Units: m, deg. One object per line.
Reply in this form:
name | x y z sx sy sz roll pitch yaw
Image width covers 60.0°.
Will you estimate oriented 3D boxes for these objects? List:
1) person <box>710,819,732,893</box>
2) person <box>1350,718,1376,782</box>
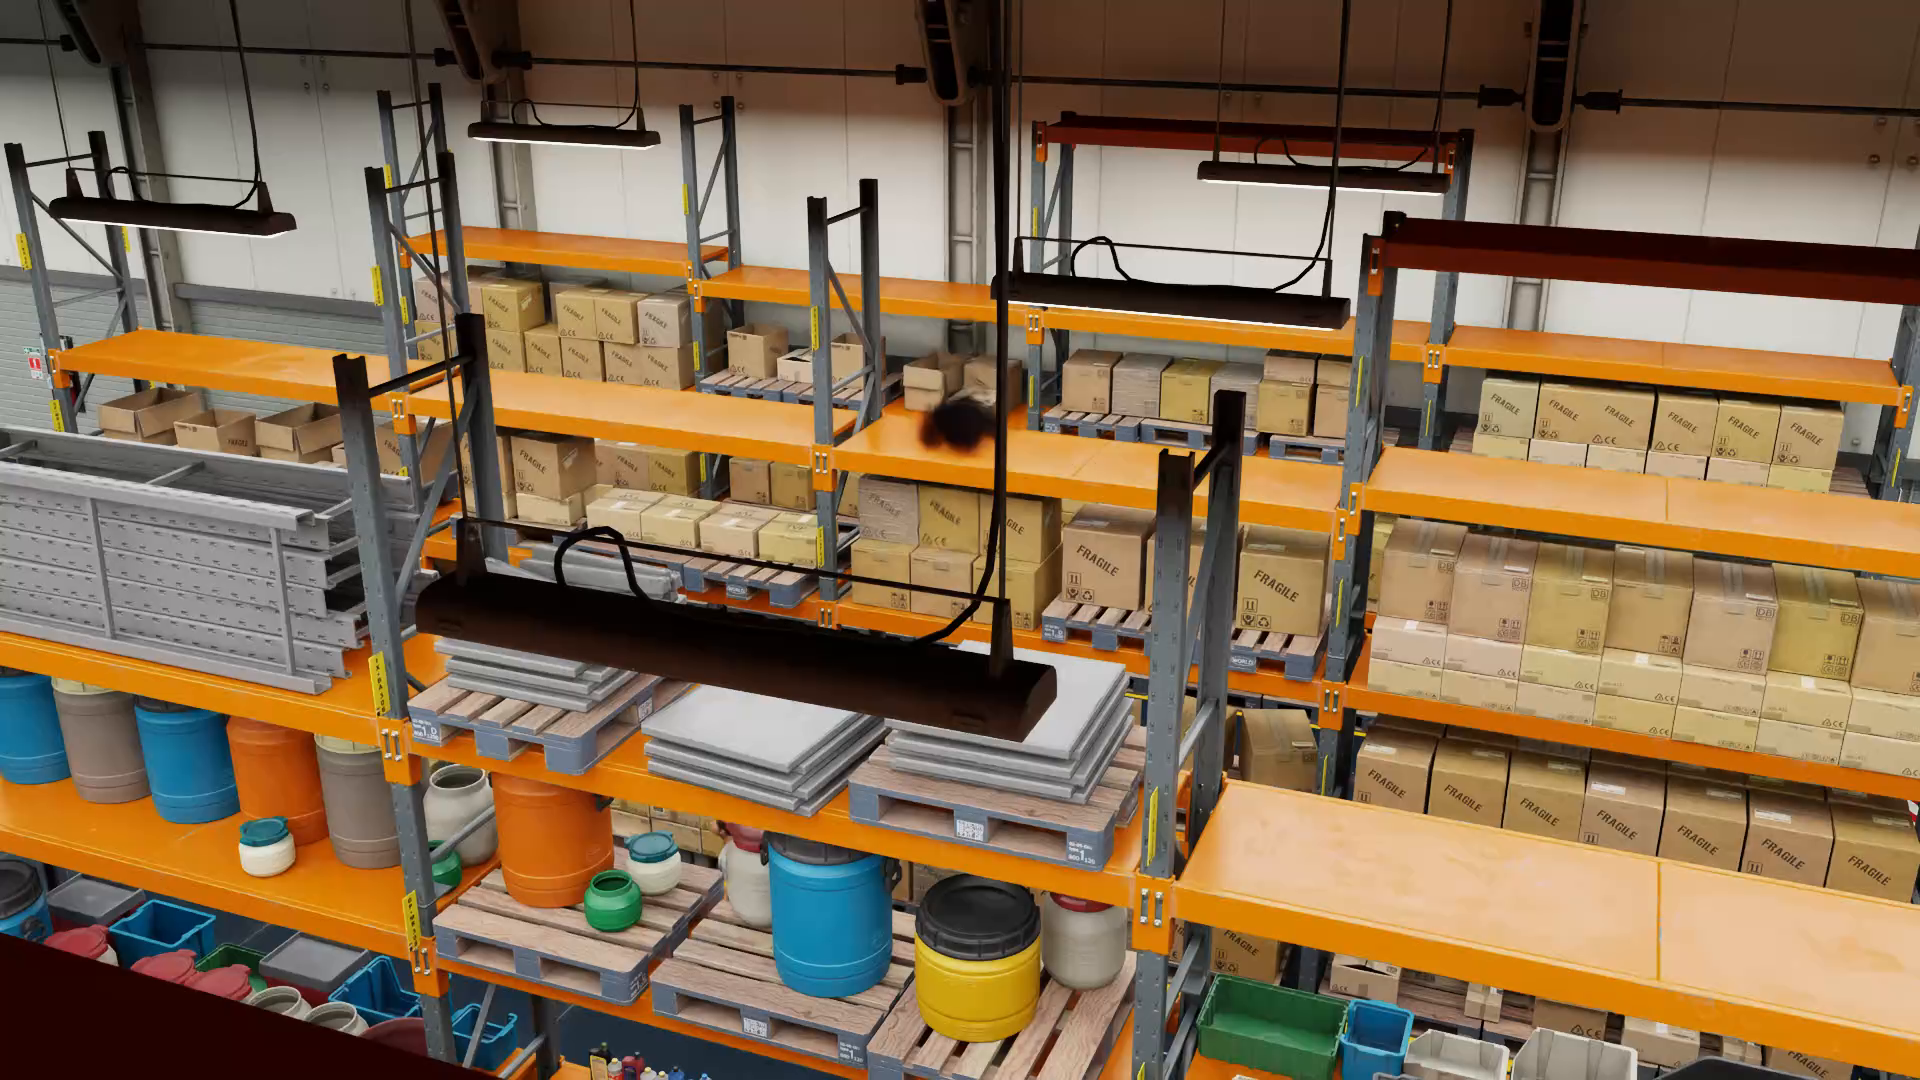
person | -1.633 2.785 12.837 0.665 1.607 0.530 1 21 3
person | 3.622 2.252 14.273 0.788 1.606 0.420 6 22 15
